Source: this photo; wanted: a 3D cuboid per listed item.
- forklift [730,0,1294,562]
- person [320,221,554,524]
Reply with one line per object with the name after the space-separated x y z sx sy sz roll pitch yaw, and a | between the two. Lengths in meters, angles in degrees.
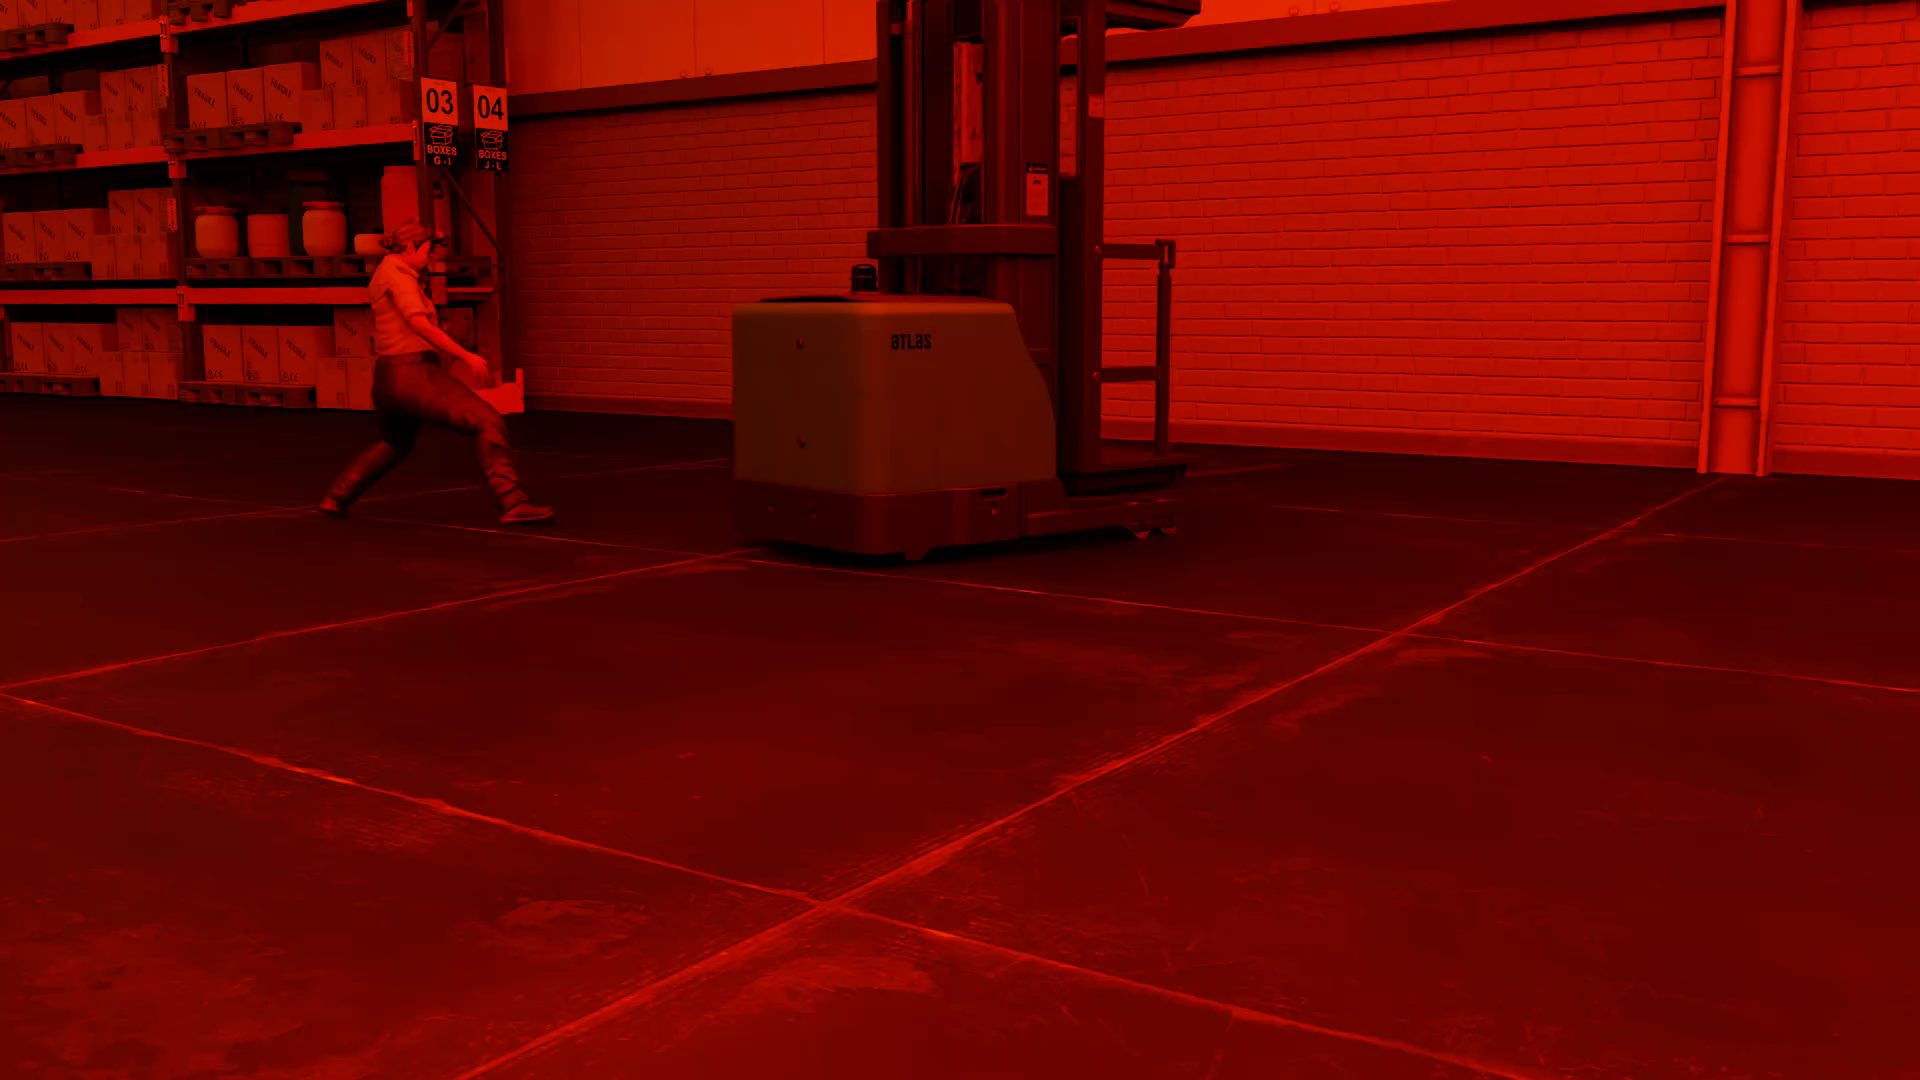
0.416 -1.512 7.826 3.031 2.935 1.130 -7 11 -42 | forklift
-2.630 -0.802 8.213 0.943 1.491 1.054 -5 10 -33 | person
